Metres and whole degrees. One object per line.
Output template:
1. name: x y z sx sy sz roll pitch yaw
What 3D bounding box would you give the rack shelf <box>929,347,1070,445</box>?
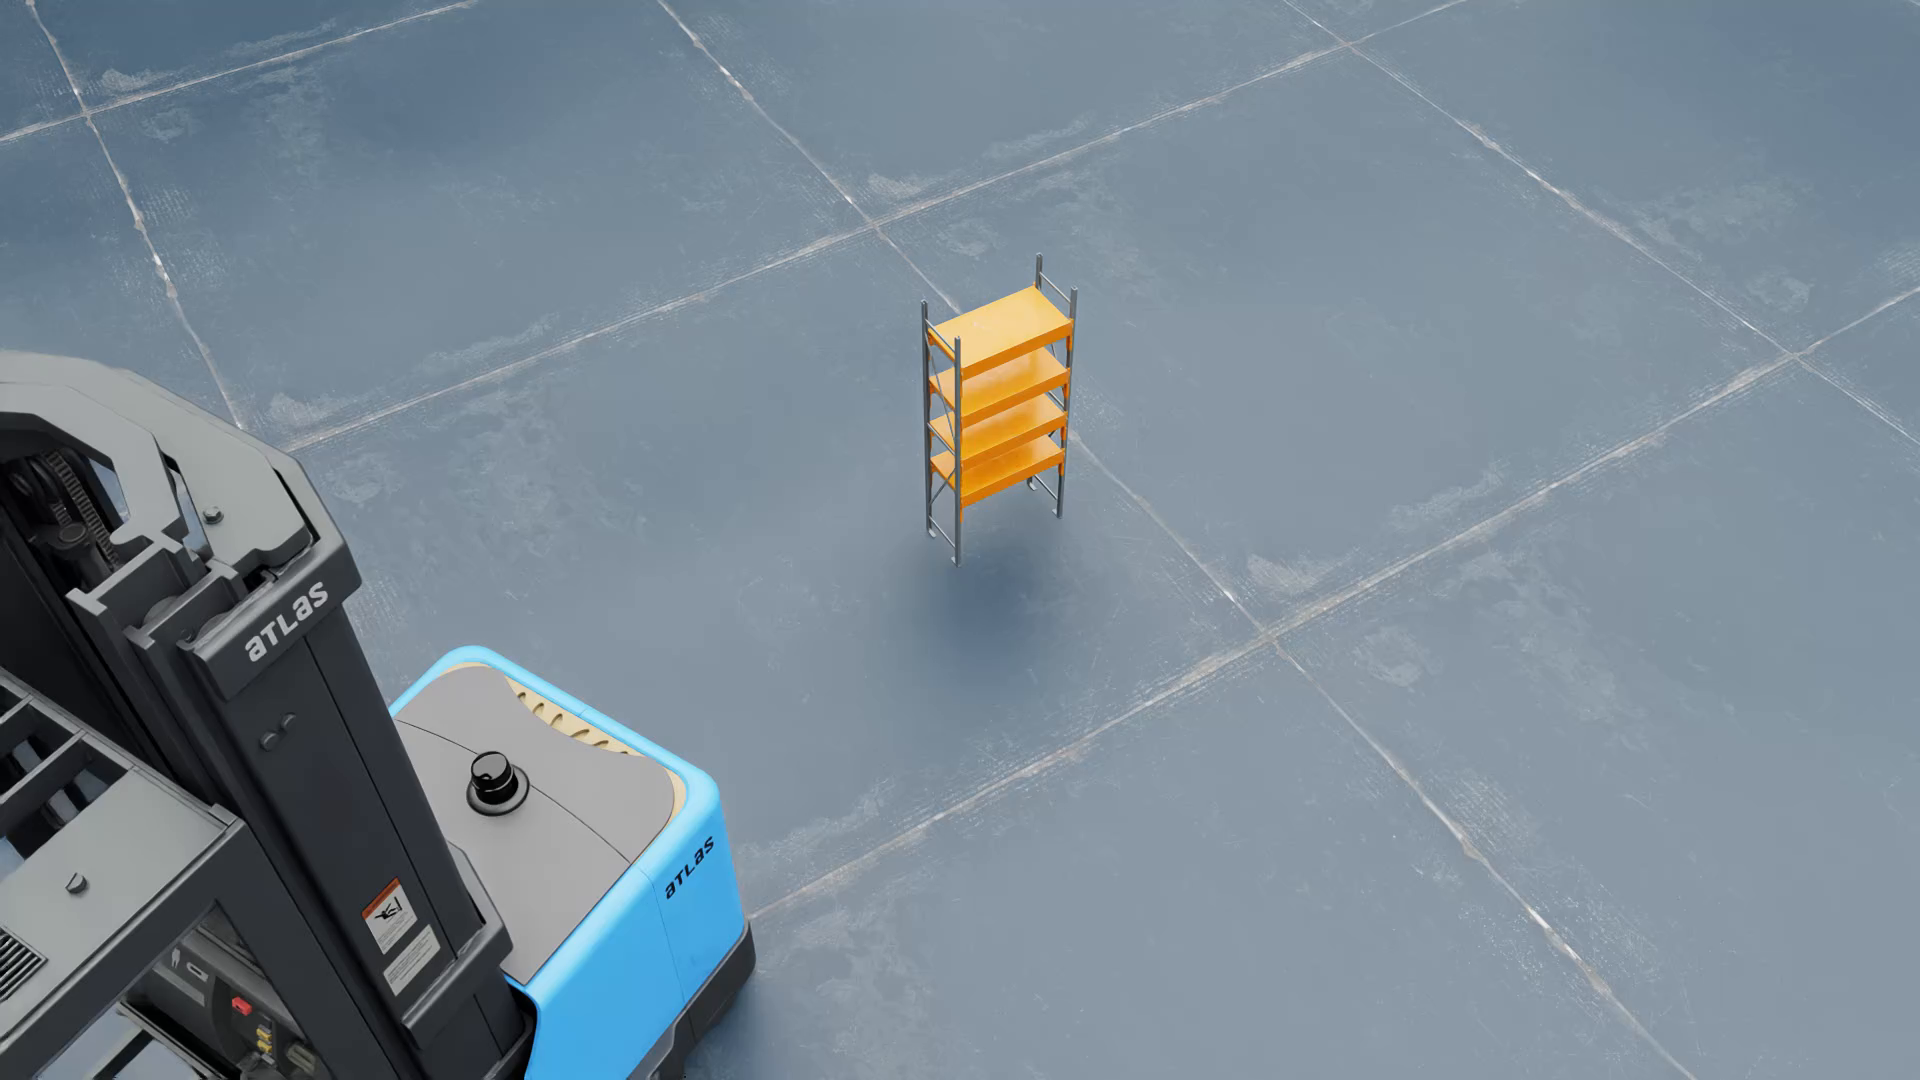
1. rack shelf: 0.140 -0.569 6.189 0.480 0.148 0.258 -25 53 -21

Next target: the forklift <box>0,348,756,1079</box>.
1. forklift: -1.876 1.155 3.704 1.130 2.935 3.031 25 53 21

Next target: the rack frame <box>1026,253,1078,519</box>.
1. rack frame: 0.346 -0.562 6.393 0.015 1.200 0.240 -25 53 -21

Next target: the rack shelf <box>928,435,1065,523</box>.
1. rack shelf: 0.140 -0.288 6.504 0.480 0.148 0.258 -25 53 -21

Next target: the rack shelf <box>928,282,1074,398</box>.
1. rack shelf: 0.140 -0.726 6.013 0.480 0.148 0.258 -25 53 -21

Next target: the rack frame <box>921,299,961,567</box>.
1. rack frame: -0.066 -0.368 6.219 0.015 1.200 0.240 -25 53 -21

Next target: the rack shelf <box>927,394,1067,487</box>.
1. rack shelf: 0.140 -0.420 6.356 0.480 0.148 0.258 -25 53 -21

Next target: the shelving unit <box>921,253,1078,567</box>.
1. shelving unit: 0.140 -0.465 6.306 0.503 1.200 0.258 -25 53 -21
